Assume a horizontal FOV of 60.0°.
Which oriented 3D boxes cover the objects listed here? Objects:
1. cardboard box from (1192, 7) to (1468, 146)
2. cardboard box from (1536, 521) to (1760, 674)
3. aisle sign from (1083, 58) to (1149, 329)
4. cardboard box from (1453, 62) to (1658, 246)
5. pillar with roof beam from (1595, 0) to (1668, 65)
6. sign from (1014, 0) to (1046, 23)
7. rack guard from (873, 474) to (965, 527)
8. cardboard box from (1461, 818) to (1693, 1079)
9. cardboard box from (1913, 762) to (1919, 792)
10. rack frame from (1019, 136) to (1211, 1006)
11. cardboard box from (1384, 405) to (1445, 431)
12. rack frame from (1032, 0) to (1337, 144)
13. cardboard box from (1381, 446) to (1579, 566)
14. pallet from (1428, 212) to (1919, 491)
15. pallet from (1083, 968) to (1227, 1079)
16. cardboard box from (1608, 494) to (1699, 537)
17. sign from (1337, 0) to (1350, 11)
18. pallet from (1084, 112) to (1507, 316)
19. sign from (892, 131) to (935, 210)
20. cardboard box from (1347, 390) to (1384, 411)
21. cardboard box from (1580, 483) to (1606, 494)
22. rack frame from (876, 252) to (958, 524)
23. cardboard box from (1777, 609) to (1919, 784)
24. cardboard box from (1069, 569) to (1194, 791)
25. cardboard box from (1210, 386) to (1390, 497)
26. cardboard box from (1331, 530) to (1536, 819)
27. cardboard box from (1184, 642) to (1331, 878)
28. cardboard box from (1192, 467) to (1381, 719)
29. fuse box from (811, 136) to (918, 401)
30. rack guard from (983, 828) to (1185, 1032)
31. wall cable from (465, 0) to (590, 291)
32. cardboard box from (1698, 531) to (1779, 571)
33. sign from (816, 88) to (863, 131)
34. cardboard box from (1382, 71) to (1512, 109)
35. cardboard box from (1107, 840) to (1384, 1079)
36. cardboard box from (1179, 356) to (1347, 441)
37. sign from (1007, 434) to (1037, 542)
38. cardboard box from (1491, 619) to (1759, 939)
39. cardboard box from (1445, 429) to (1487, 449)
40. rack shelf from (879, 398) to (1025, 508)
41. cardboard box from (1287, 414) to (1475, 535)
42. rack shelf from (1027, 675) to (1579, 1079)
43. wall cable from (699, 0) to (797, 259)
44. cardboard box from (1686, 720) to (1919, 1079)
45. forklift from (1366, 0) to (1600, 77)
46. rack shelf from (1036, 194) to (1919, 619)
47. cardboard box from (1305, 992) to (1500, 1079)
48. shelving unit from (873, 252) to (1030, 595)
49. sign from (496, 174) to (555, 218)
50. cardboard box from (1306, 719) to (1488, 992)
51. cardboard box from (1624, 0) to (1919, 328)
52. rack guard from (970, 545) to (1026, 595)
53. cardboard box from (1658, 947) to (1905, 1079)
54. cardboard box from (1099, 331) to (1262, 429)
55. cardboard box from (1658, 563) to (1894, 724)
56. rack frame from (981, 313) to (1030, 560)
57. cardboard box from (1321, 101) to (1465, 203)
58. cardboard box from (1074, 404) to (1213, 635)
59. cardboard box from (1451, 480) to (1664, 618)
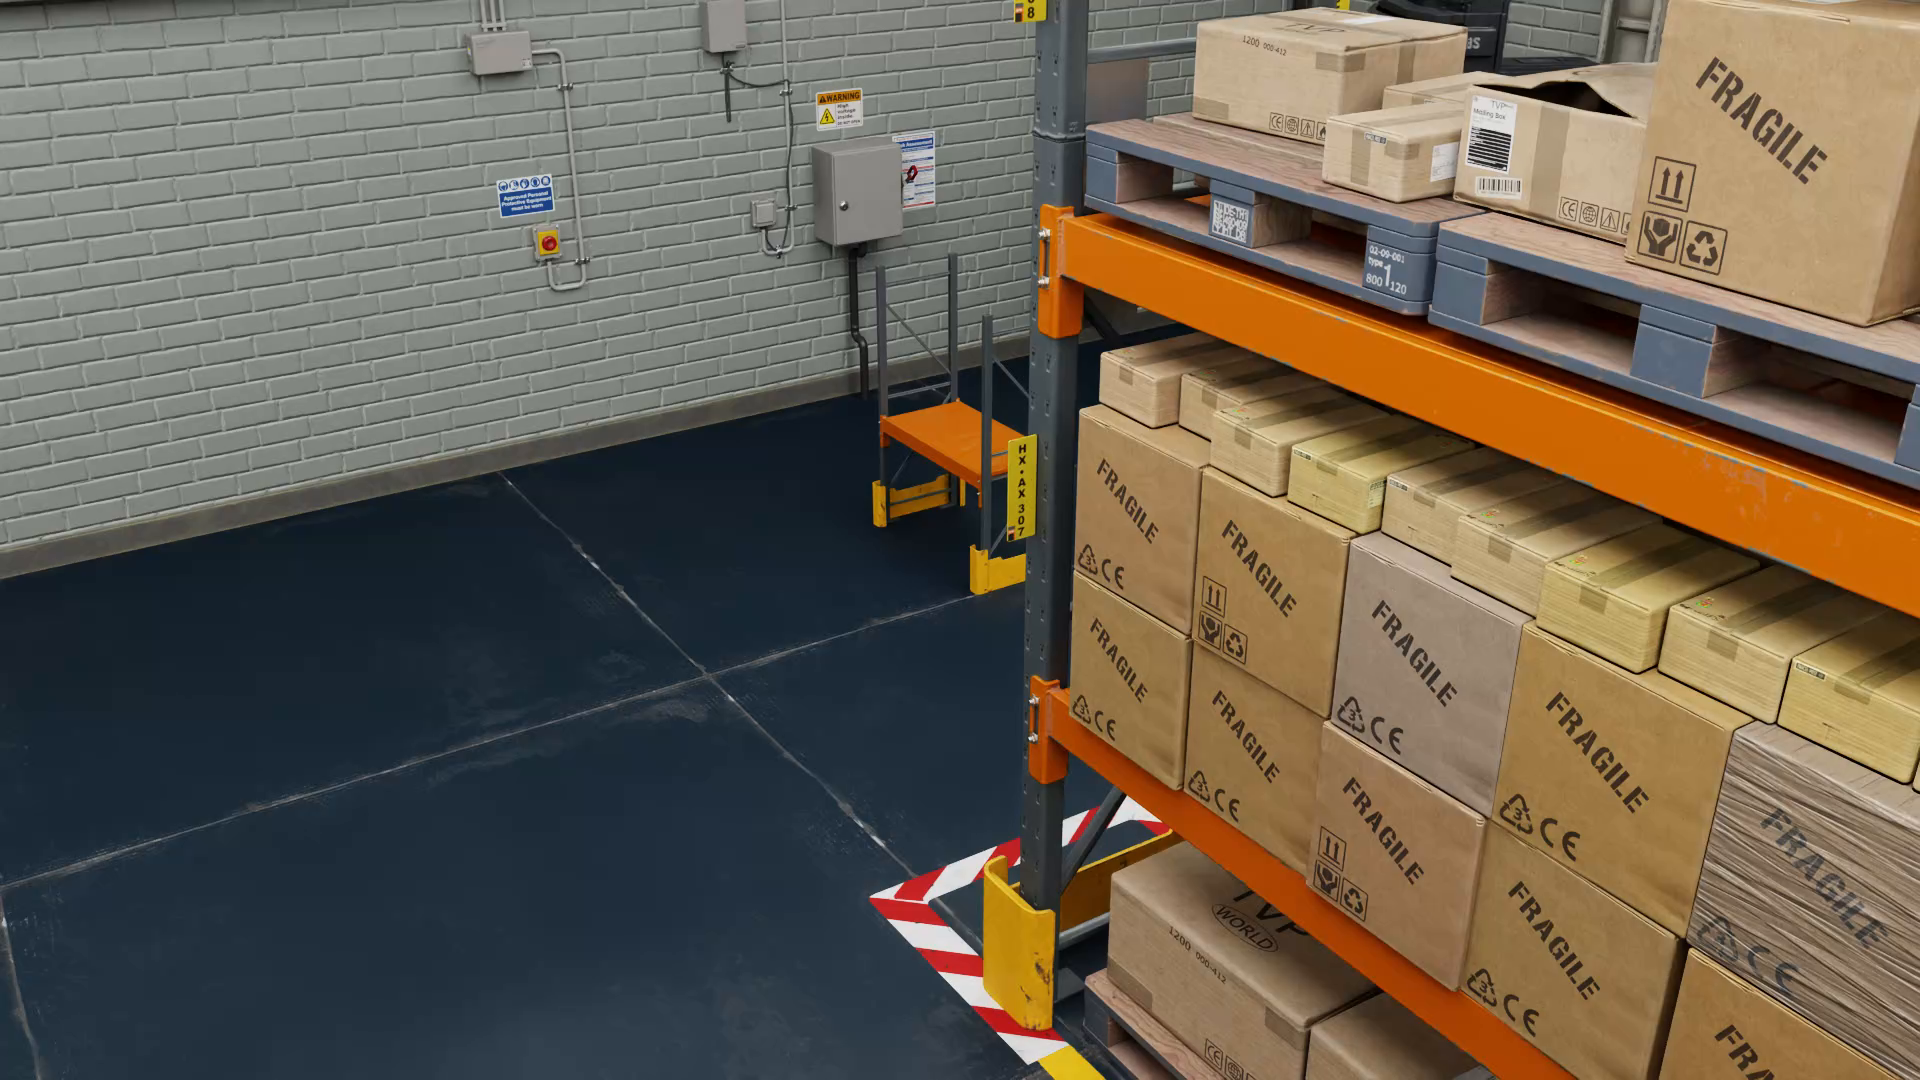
[{"bbox_3d":[0.974,-1.237,4.409,0.500,0.250,0.500,-19,31,-34],"label":"cardboard box"},{"bbox_3d":[1.426,0.112,3.450,0.380,0.149,0.250,-16,30,-31],"label":"cardboard box"},{"bbox_3d":[0.371,-0.987,4.781,0.394,0.787,0.004,-16,29,-30],"label":"aisle sign"},{"bbox_3d":[1.428,-0.857,3.534,0.500,0.311,0.500,-15,29,-29],"label":"cardboard box"},{"bbox_3d":[0.486,-3.895,6.960,9.100,9.000,0.400,-16,29,-30],"label":"pillar with roof beam"},{"bbox_3d":[0.185,-1.513,4.312,0.100,0.325,0.005,-16,29,-30],"label":"sign"},{"bbox_3d":[-0.230,-0.264,9.516,0.587,0.250,0.087,-16,29,-30],"label":"rack guard"},{"bbox_3d":[1.524,0.876,3.763,0.500,0.500,0.500,-14,29,-28],"label":"cardboard box"},{"bbox_3d":[1.901,0.372,2.899,0.380,0.149,0.250,-16,30,-30],"label":"cardboard box"},{"bbox_3d":[0.653,0.147,5.425,1.000,3.000,0.127,-16,29,-30],"label":"rack frame"},{"bbox_3d":[1.387,-0.404,4.544,0.380,0.149,0.250,-16,30,-30],"label":"cardboard box"},{"bbox_3d":[0.653,-2.566,4.144,1.000,3.000,0.127,-16,29,-30],"label":"rack frame"},{"bbox_3d":[1.210,-0.084,3.865,0.380,0.149,0.250,-15,29,-29],"label":"cardboard box"},{"bbox_3d":[1.737,-0.470,3.321,1.003,0.211,1.213,-16,29,-30],"label":"pallet"},{"bbox_3d":[1.155,1.676,5.453,1.003,0.211,1.213,-16,29,-30],"label":"pallet"},{"bbox_3d":[1.759,-0.118,3.939,0.380,0.149,0.250,-15,29,-28],"label":"cardboard box"},{"bbox_3d":[1.115,-1.695,4.870,0.100,0.325,0.005,-16,29,-30],"label":"sign"},{"bbox_3d":[1.067,-0.906,4.246,1.003,0.211,1.213,-16,29,-30],"label":"pallet"},{"bbox_3d":[-0.305,-2.448,11.033,0.329,0.494,0.001,-16,29,-30],"label":"sign"},{"bbox_3d":[1.175,-0.477,4.698,0.380,0.149,0.250,-15,29,-29],"label":"cardboard box"},{"bbox_3d":[1.573,-0.194,4.100,0.380,0.149,0.250,-16,30,-30],"label":"cardboard box"},{"bbox_3d":[-0.231,-0.830,9.250,0.500,1.500,0.032,-16,29,-30],"label":"rack frame"},{"bbox_3d":[1.757,0.279,3.097,0.380,0.149,0.250,-16,30,-31],"label":"cardboard box"},{"bbox_3d":[0.674,0.340,4.898,0.500,0.500,0.500,-16,30,-30],"label":"cardboard box"},{"bbox_3d":[0.863,-0.255,4.229,0.380,0.149,0.250,-15,29,-28],"label":"cardboard box"},{"bbox_3d":[1.252,0.253,3.912,0.500,0.500,0.500,-16,30,-30],"label":"cardboard box"},{"bbox_3d":[0.974,0.515,4.529,0.500,0.500,0.500,-16,30,-30],"label":"cardboard box"},{"bbox_3d":[0.964,0.071,4.298,0.500,0.500,0.500,-16,30,-31],"label":"cardboard box"},{"bbox_3d":[-0.605,-1.719,10.887,0.539,1.711,0.414,-16,29,-30],"label":"fuse box"},{"bbox_3d":[0.640,1.269,5.977,1.175,0.500,0.348,-16,29,-30],"label":"rack guard"},{"bbox_3d":[-2.445,-2.338,9.462,0.585,1.953,0.123,-16,29,-30],"label":"wall cable"},{"bbox_3d":[1.887,-0.020,3.731,0.380,0.149,0.250,-14,29,-28],"label":"cardboard box"},{"bbox_3d":[-0.765,-2.736,10.565,0.339,0.242,0.001,-16,29,-30],"label":"sign"},{"bbox_3d":[1.270,-1.060,4.152,0.380,0.149,0.250,-18,31,-33],"label":"cardboard box"},{"bbox_3d":[1.097,1.329,5.431,0.875,0.438,0.875,-17,30,-31],"label":"cardboard box"},{"bbox_3d":[0.817,-0.375,4.482,0.380,0.149,0.250,-15,29,-28],"label":"cardboard box"},{"bbox_3d":[0.185,-0.153,4.954,0.100,0.325,0.005,-16,29,-30],"label":"sign"},{"bbox_3d":[1.525,0.431,3.534,0.500,0.500,0.500,-15,29,-29],"label":"cardboard box"},{"bbox_3d":[1.490,-0.304,4.333,0.380,0.149,0.250,-15,29,-28],"label":"cardboard box"},{"bbox_3d":[0.047,-0.485,8.942,0.538,0.185,1.000,-16,29,-30],"label":"rack shelf"},{"bbox_3d":[1.022,-0.165,4.038,0.380,0.149,0.250,-17,30,-31],"label":"cardboard box"},{"bbox_3d":[1.745,1.188,4.063,1.077,0.370,4.000,-16,29,-30],"label":"rack shelf"},{"bbox_3d":[-1.263,-2.658,10.178,0.588,1.984,0.122,-16,29,-30],"label":"wall cable"},{"bbox_3d":[1.792,0.613,3.150,0.500,0.500,0.500,-15,29,-29],"label":"cardboard box"},{"bbox_3d":[2.892,-1.401,8.785,3.031,2.935,1.130,-2,25,-3],"label":"forklift"},{"bbox_3d":[1.745,-0.169,3.423,1.077,0.370,4.000,-16,29,-30],"label":"rack shelf"},{"bbox_3d":[1.603,1.654,4.742,0.875,0.438,0.875,-15,29,-28],"label":"cardboard box"},{"bbox_3d":[0.042,-0.651,8.872,0.587,1.500,1.083,-16,29,-30],"label":"shelving unit"},{"bbox_3d":[-2.519,-1.997,9.650,0.327,0.218,0.001,-16,29,-30],"label":"sign"},{"bbox_3d":[1.236,0.701,4.134,0.500,0.500,0.500,-16,29,-30],"label":"cardboard box"},{"bbox_3d":[1.628,-0.734,3.051,0.500,0.500,0.500,-15,29,-29],"label":"cardboard box"},{"bbox_3d":[0.313,0.092,8.762,0.587,0.250,0.087,-16,29,-30],"label":"rack guard"},{"bbox_3d":[1.797,1.067,3.359,0.500,0.500,0.500,-16,30,-30],"label":"cardboard box"},{"bbox_3d":[0.615,-0.452,4.646,0.380,0.149,0.250,-15,29,-29],"label":"cardboard box"},{"bbox_3d":[1.610,0.195,3.276,0.380,0.149,0.250,-16,29,-30],"label":"cardboard box"},{"bbox_3d":[0.324,-0.466,8.480,0.500,1.500,0.032,-16,29,-30],"label":"rack frame"},{"bbox_3d":[1.054,-0.888,3.789,0.380,0.149,0.250,-14,29,-28],"label":"cardboard box"},{"bbox_3d":[0.676,-0.112,4.686,0.500,0.500,0.500,-16,30,-31],"label":"cardboard box"},{"bbox_3d":[1.310,0.015,3.656,0.380,0.149,0.250,-15,29,-29],"label":"cardboard box"}]
